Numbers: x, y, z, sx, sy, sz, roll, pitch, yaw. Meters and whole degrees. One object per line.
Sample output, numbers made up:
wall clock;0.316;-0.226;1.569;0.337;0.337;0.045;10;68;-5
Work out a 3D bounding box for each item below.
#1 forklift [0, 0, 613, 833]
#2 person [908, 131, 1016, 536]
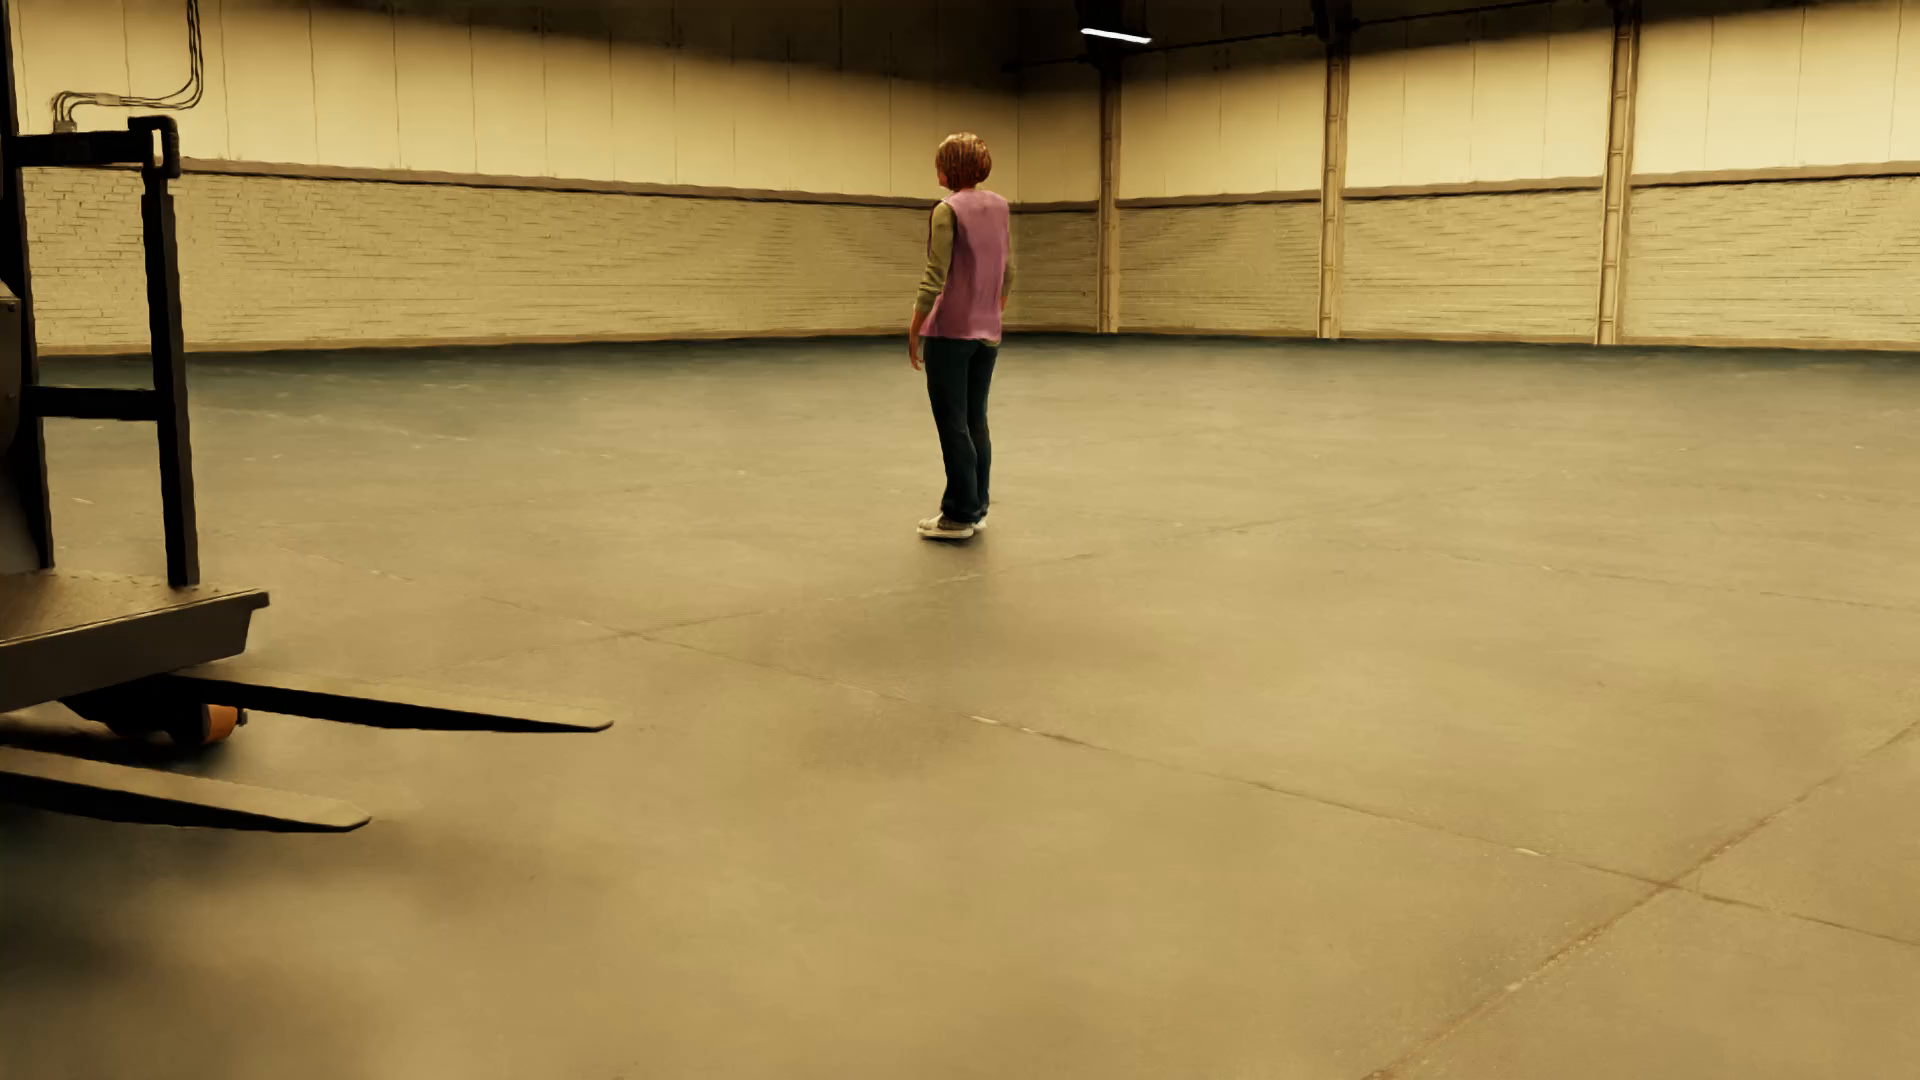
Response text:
forklift;-2.146;-0.945;3.147;3.031;2.935;1.130;4;9;24
person;-0.044;-0.806;6.658;0.474;1.597;0.520;8;12;43
